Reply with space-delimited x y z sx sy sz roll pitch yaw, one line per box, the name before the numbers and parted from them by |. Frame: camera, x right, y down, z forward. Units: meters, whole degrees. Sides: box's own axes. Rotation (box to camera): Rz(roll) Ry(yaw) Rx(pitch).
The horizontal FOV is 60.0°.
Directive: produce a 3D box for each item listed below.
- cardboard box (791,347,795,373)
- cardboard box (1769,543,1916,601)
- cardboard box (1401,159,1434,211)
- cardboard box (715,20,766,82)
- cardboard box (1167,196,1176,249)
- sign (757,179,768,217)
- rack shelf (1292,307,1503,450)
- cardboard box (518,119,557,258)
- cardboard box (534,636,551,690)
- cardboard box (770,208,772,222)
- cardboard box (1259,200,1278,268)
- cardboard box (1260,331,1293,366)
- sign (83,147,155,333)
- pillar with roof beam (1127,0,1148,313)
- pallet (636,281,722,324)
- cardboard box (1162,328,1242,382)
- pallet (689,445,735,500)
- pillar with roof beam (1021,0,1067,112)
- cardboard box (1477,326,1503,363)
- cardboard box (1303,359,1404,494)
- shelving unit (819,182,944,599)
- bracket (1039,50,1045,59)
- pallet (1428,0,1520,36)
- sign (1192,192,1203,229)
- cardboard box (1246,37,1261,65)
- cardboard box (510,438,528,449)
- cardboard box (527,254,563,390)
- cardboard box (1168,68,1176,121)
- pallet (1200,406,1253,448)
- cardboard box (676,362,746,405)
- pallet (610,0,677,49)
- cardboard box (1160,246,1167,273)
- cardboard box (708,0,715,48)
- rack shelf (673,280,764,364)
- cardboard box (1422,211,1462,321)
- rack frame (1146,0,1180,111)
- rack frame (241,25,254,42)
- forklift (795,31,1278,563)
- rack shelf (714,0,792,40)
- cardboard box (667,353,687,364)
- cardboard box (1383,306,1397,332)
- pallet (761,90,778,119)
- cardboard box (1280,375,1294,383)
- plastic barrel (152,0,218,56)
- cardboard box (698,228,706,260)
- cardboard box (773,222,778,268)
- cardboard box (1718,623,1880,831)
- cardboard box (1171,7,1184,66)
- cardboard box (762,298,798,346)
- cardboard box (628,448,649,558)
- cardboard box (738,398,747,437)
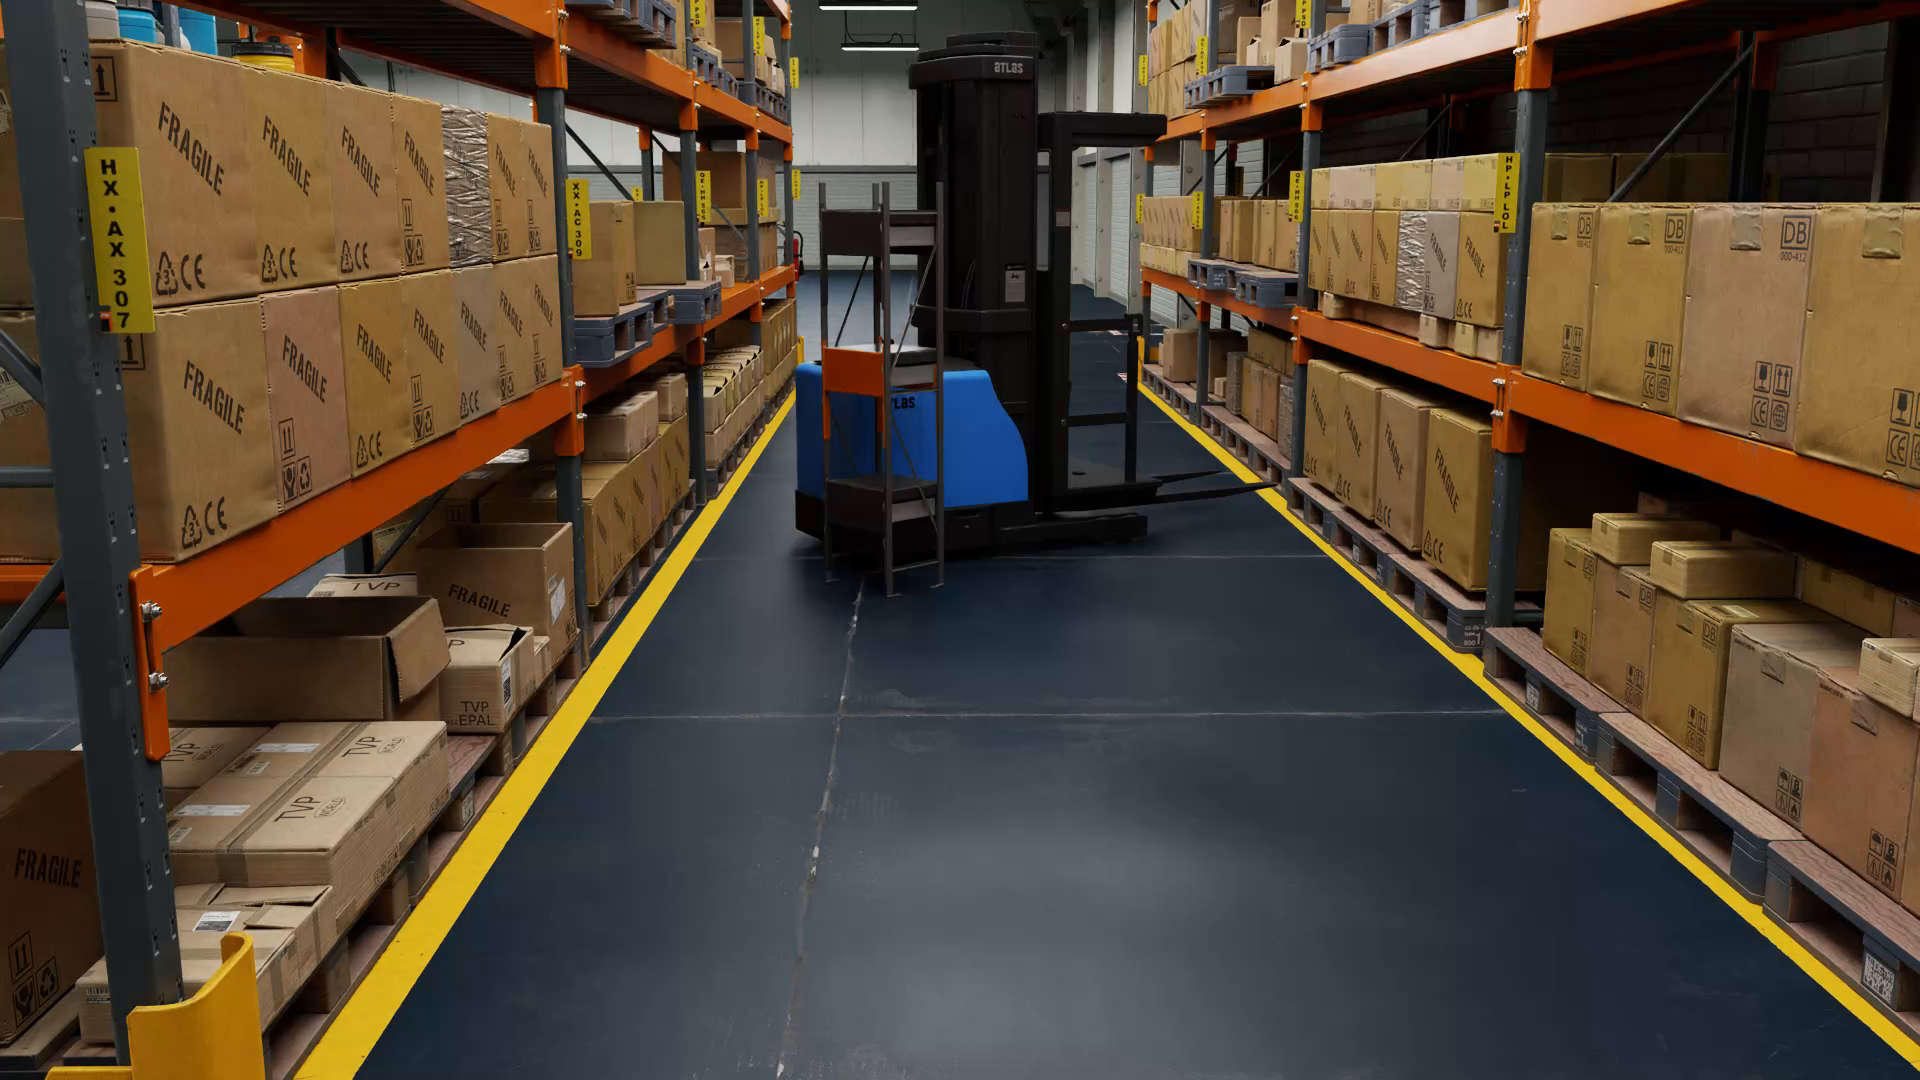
cardboard box | -2.046 -1.941 17.940 0.500 0.250 0.500 0 11 -1
cardboard box | 2.957 0.105 5.595 0.380 0.149 0.250 0 11 -1
cardboard box | 2.549 -1.790 8.401 0.500 0.250 0.500 0 11 0
cardboard box | -2.039 -4.387 14.933 0.500 0.500 0.500 1 11 4
cardboard box | 2.326 -3.109 16.280 0.500 0.500 0.500 -1 11 -3
sign | -1.750 -3.025 14.711 0.100 0.325 0.005 0 11 -1
rack shelf | 2.784 -0.968 9.095 1.077 0.370 4.000 0 11 -1
cardboard box | -1.858 -1.341 6.360 0.500 0.500 0.500 0 11 -1
cardboard box | -1.764 0.466 6.280 0.380 0.149 0.250 0 11 -1
cardboard box | -2.156 -3.374 17.262 0.380 0.149 0.250 0 11 1
cardboard box | 2.675 -2.323 12.610 0.700 0.500 0.500 0 11 -1
cardboard box | 2.719 -1.534 13.370 0.500 0.250 0.500 -1 11 -3
sign | -1.502 -0.533 2.965 0.100 0.325 0.005 0 11 -1
pillar with roof beam | -1.095 -8.480 29.227 9.100 9.000 0.400 0 11 -1
pallet | -2.126 -1.468 10.235 1.213 0.211 1.003 0 11 -1
cardboard box | 2.479 -1.901 17.068 0.700 0.500 0.500 -1 12 -5
pallet | -2.188 -0.494 11.963 1.003 0.211 1.213 0 11 -1
pillar with roof beam | -1.467 -12.058 46.864 9.100 9.000 0.548 0 11 -1
cardboard box | 2.535 -0.876 7.412 0.380 0.149 0.250 0 11 -1
cardboard box | 2.627 -0.723 10.431 0.750 0.750 0.750 0 11 -2
shelving unit | -0.405 -0.790 8.673 0.431 2.100 0.503 -11 16 -43
bracket | 2.424 -14.392 49.315 0.235 0.232 0.430 0 11 -1
pallet | 2.757 -2.481 7.681 0.805 0.209 1.217 -1 11 -3
sign | 2.118 -2.934 14.797 0.100 0.325 0.005 0 11 -1
cardboard box | 2.604 -3.914 13.430 0.500 0.311 0.500 0 11 1
cardboard box | -2.448 -0.288 9.116 0.500 0.500 0.500 -1 11 -3
cardboard box | -1.860 -0.852 6.465 0.500 0.500 0.500 0 11 0
cardboard box | 2.357 -4.453 16.618 0.500 0.500 0.500 0 11 2
pallet | 2.678 -0.992 14.416 1.003 0.211 1.213 0 11 -1
cardboard box | -1.966 -1.243 13.092 0.500 0.311 0.500 0 11 -2
pallet | -2.095 -2.616 8.336 1.213 0.211 1.003 0 11 -1
cardboard box | 2.308 -2.841 16.846 0.500 0.250 0.500 0 11 -1
cardboard box | -2.319 -4.339 13.793 0.500 0.500 0.500 0 11 0
rack shelf | -2.251 -1.742 12.910 1.077 0.370 4.000 0 11 -1
cardboard box | 2.544 -1.319 7.969 0.500 0.500 0.500 0 11 -1
rack frame | 2.578 -6.248 18.225 1.000 3.000 0.127 0 11 -1
rack frame | -7.327 -6.208 18.024 1.000 3.000 0.127 0 11 -1
forklift | 0.556 -1.495 10.055 3.031 2.935 1.130 -6 13 -27
rack shelf | -2.334 -5.281 16.272 1.077 0.370 4.000 0 11 -1
cardboard box | -2.528 -1.442 14.073 0.500 0.311 0.500 0 11 -2
cardboard box | 2.561 -1.233 9.176 0.380 0.149 0.250 0 11 -1
pallet | -2.358 -4.330 16.536 1.003 0.211 1.213 0 11 -1
cardboard box | 2.781 -0.954 12.399 0.700 0.500 0.500 0 11 -1
plastic barrel | -7.158 -4.592 15.289 0.600 0.901 0.708 0 11 -1
cardboard box | -2.272 -2.184 13.028 0.500 0.500 0.500 0 11 -1
cardboard box | -2.378 -3.243 18.250 0.700 0.500 0.500 0 11 -1
cardboard box | 2.772 0.553 5.018 0.700 0.500 0.500 -1 11 -3
cardboard box | 2.336 -4.843 16.026 0.500 0.500 0.500 -1 11 -3
cardboard box | -2.066 -2.407 18.355 0.500 0.500 0.500 0 11 -1
cardboard box | -1.918 -0.195 8.655 0.500 0.500 0.500 0 11 0
cardboard box | -1.965 -0.966 13.134 0.500 0.250 0.500 0 11 0
